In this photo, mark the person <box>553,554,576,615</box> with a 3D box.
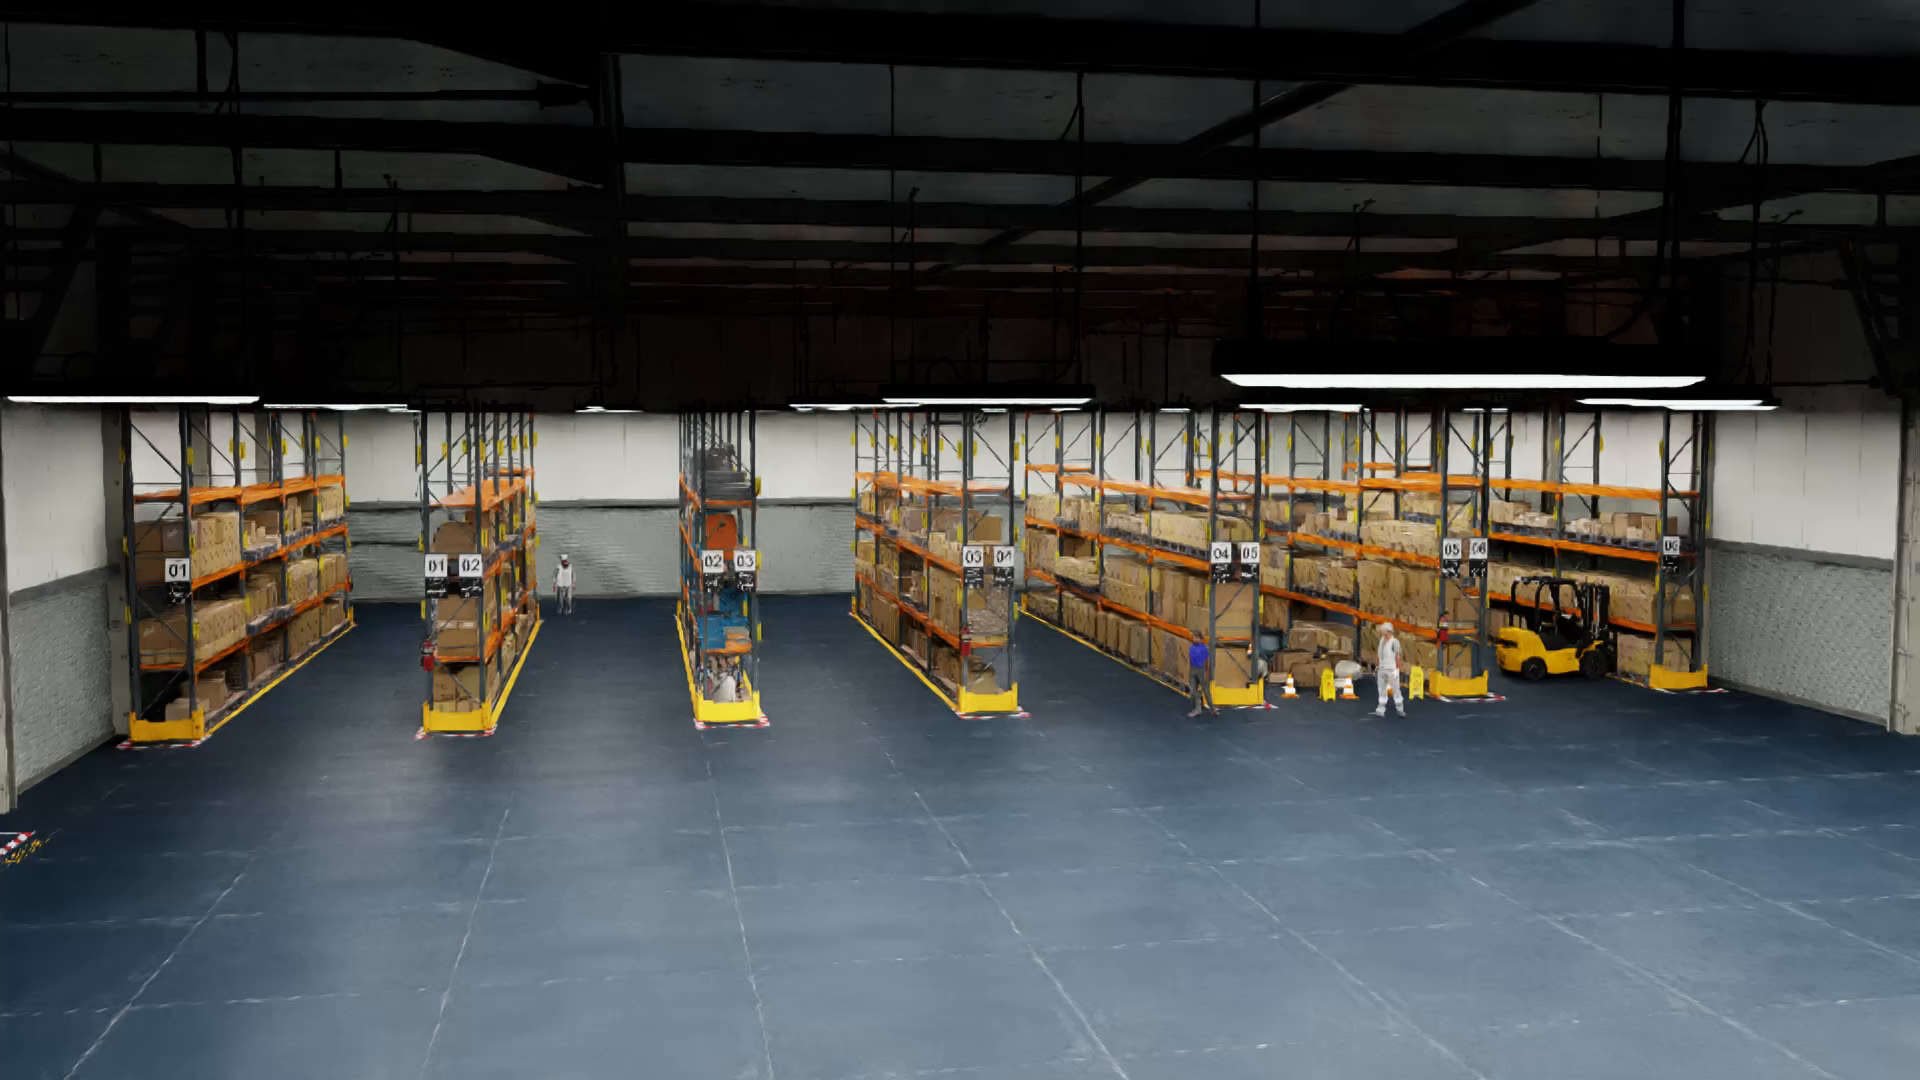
[{"bbox_3d":[-11.330,1.266,47.615,0.662,1.740,0.679,-2,5,-19],"label":"person"}]

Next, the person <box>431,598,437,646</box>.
[{"bbox_3d":[-12.746,1.835,40.838,0.639,1.632,0.512,-1,4,-13],"label":"person"}]

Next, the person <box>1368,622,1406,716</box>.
[{"bbox_3d":[8.122,2.452,31.601,0.555,1.789,0.609,-3,5,-32],"label":"person"}]

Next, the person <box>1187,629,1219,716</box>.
[{"bbox_3d":[4.618,2.572,31.683,0.534,1.546,0.571,-4,6,-39],"label":"person"}]
